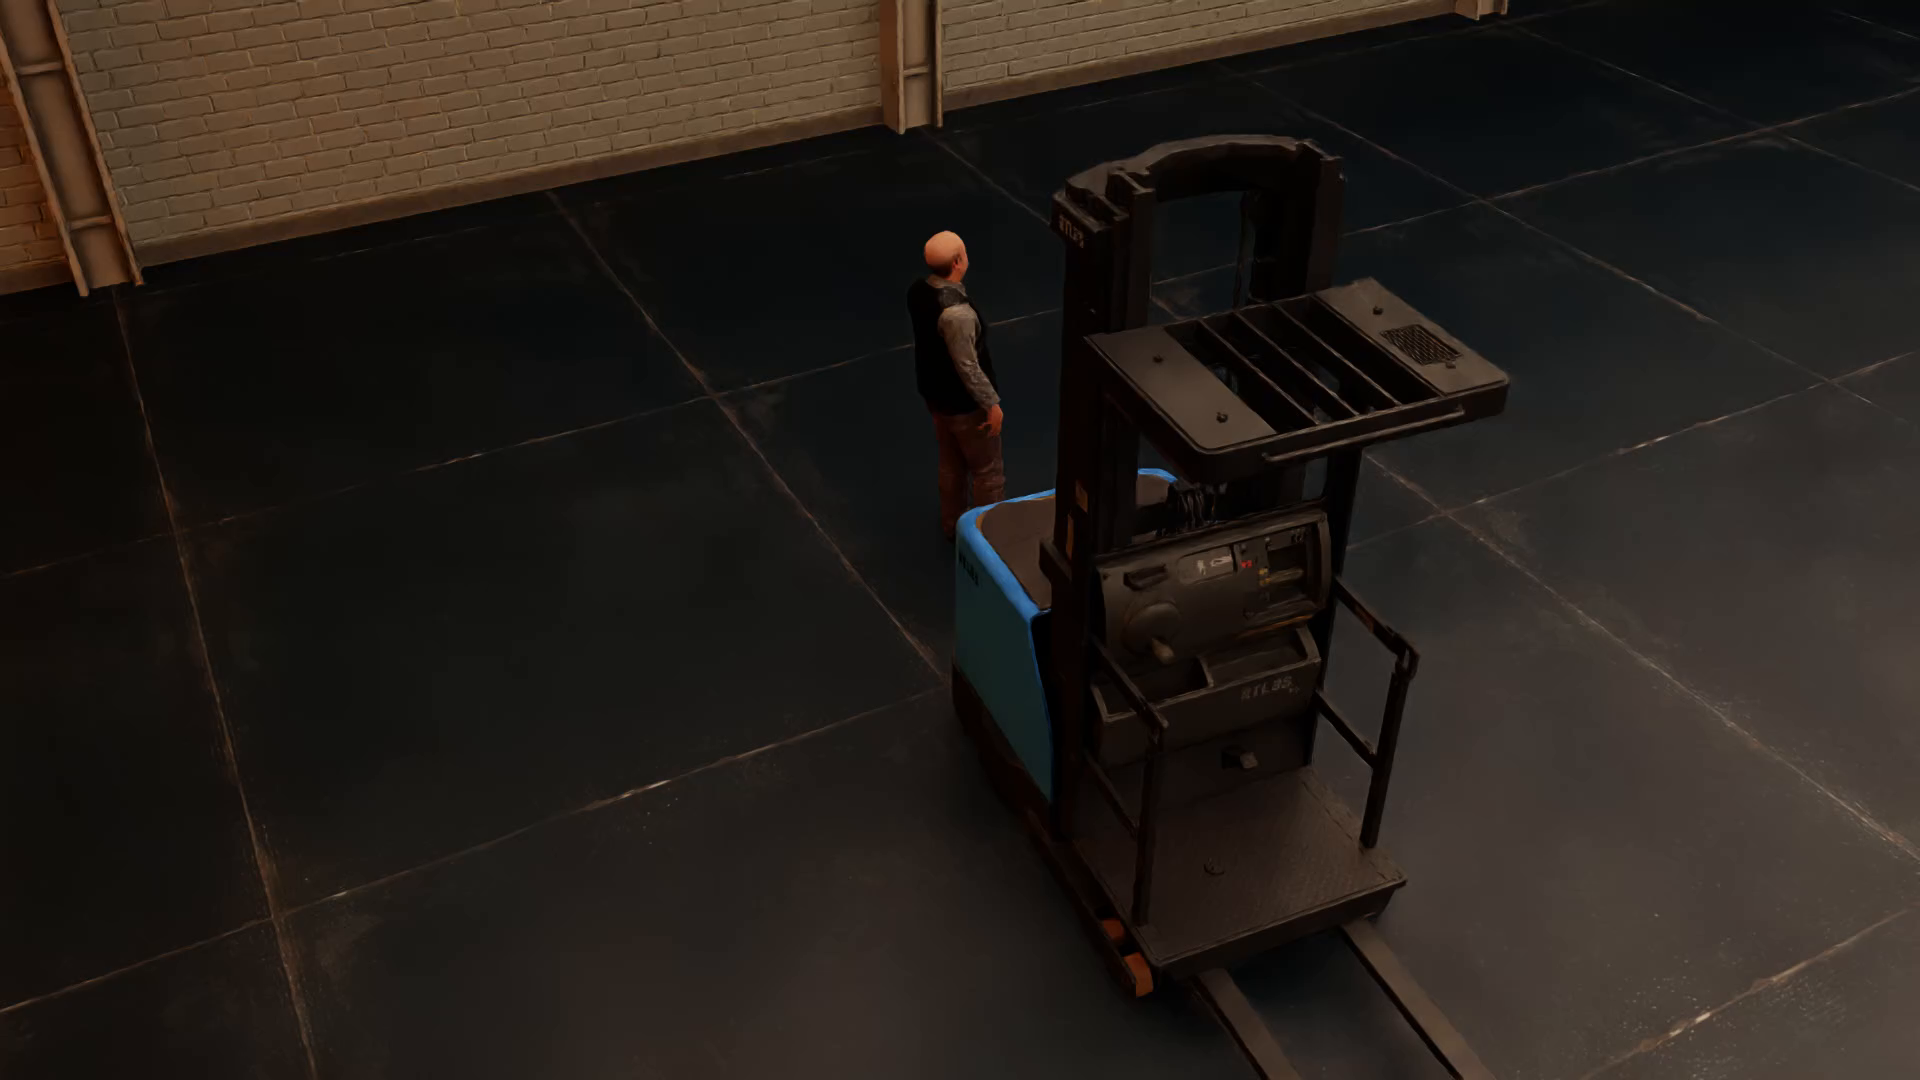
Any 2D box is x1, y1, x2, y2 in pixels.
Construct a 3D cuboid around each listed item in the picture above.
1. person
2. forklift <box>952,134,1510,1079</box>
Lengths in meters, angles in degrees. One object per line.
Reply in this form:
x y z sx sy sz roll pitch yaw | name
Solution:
0.059 -0.722 8.179 0.567 1.720 0.632 -17 39 -23 | person
1.006 0.234 5.792 1.130 2.935 3.031 -14 38 -19 | forklift
